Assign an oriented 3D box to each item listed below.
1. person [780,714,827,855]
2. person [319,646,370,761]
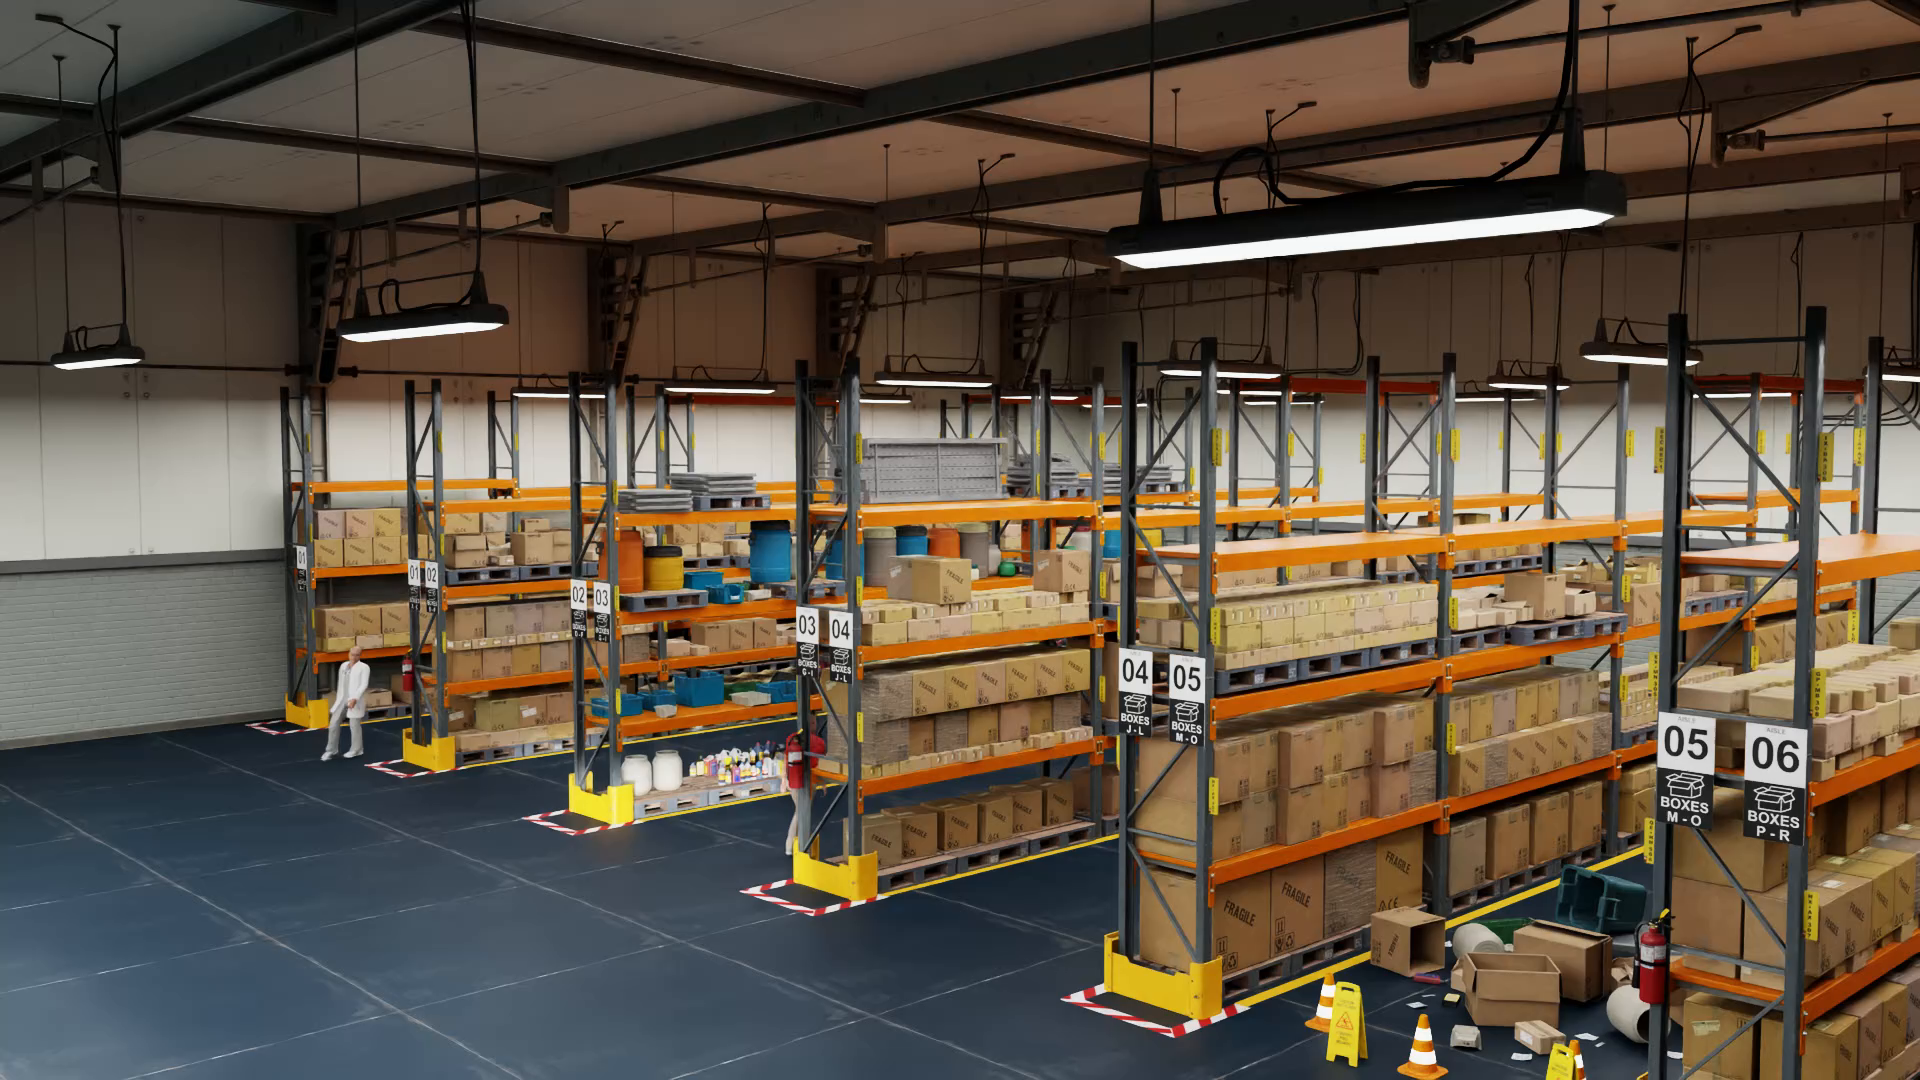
[{"bbox_3d":[-1.912,3.028,20.439,0.544,1.779,0.604,3,5,42],"label":"person"},{"bbox_3d":[-9.749,2.614,26.414,0.721,1.833,0.549,1,4,13],"label":"person"}]
